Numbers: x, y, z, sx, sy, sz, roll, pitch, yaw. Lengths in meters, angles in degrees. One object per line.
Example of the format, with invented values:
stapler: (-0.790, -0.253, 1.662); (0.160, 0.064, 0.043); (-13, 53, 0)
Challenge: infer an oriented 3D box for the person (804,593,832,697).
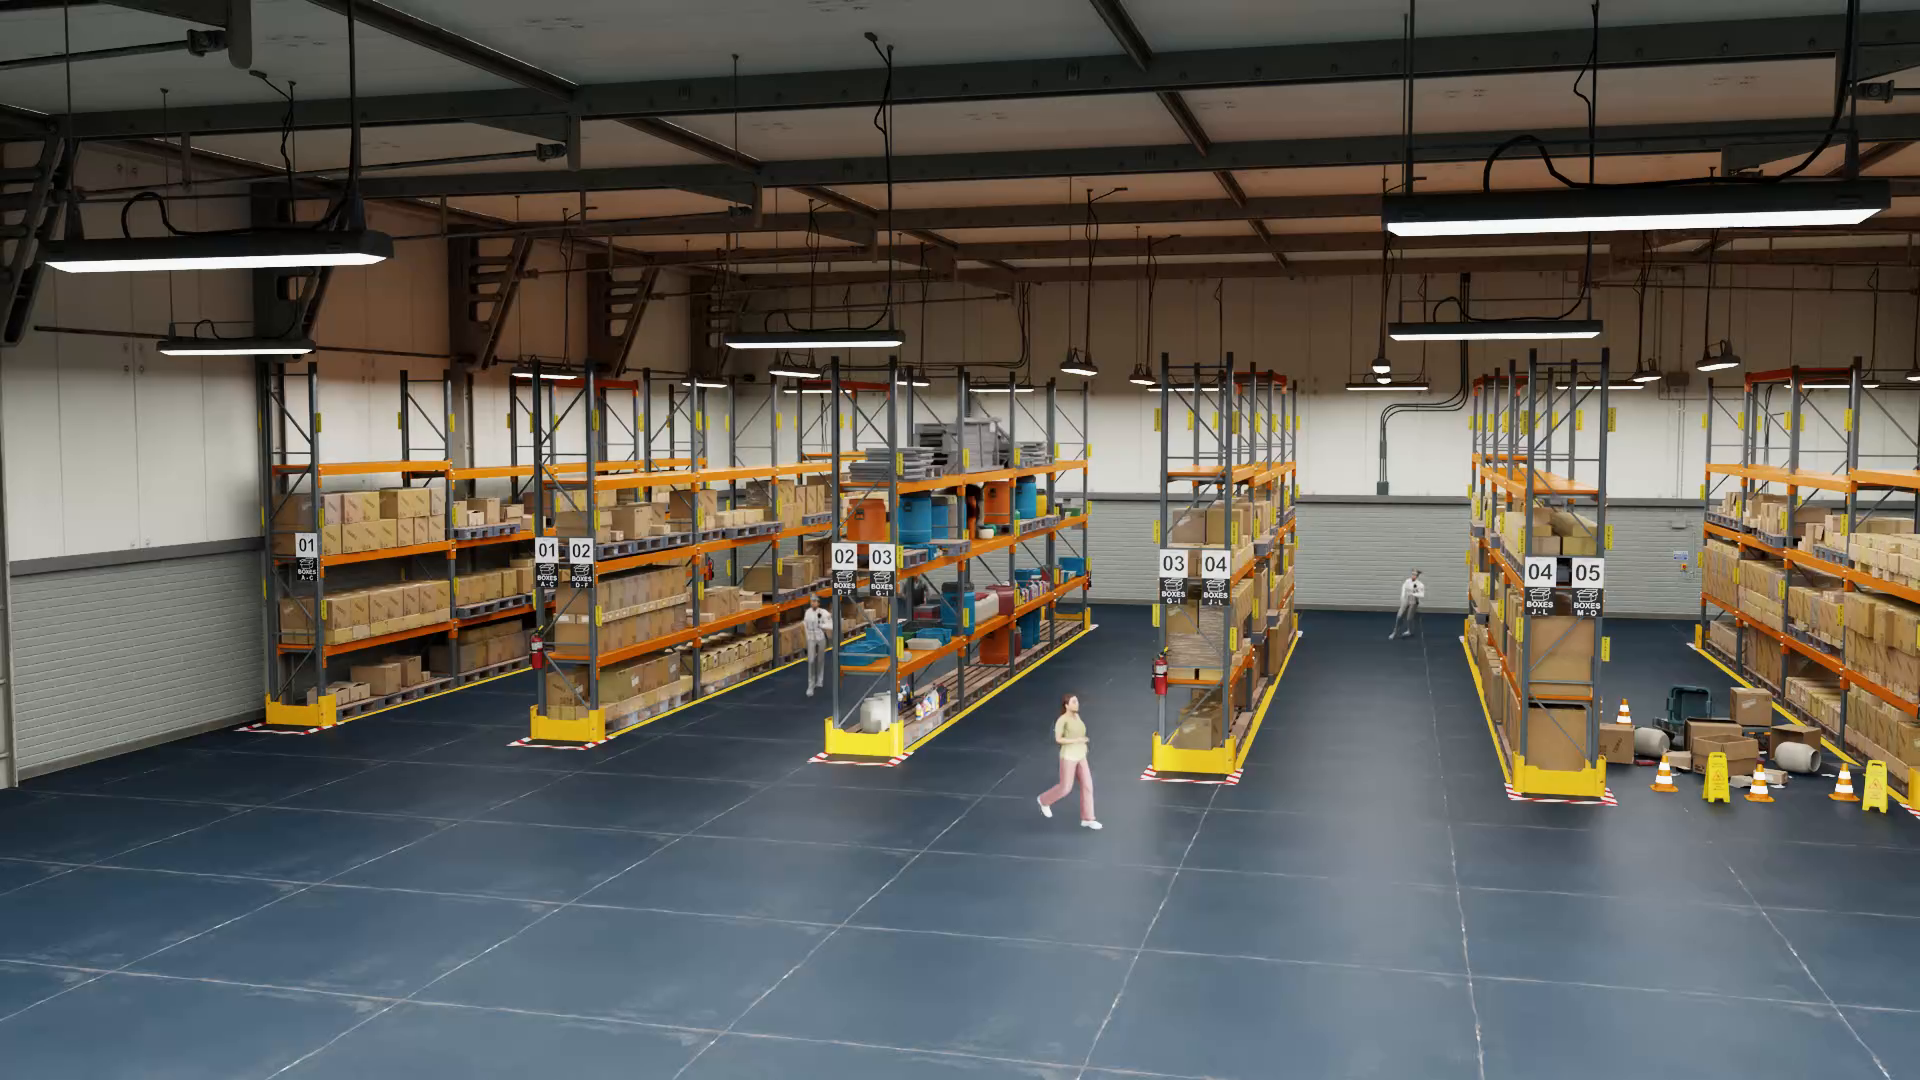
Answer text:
person: (-2.510, 1.825, 29.334); (0.581, 1.795, 0.722); (0, 4, 6)

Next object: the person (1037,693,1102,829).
person: (1.374, 2.712, 20.620); (0.926, 1.646, 0.587); (4, 5, 42)

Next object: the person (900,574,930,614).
person: (-1.014, 1.515, 37.564); (0.663, 1.713, 0.870); (0, 4, -1)

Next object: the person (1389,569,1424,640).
person: (10.409, 1.473, 38.444); (0.723, 1.655, 0.800); (3, 5, 38)
